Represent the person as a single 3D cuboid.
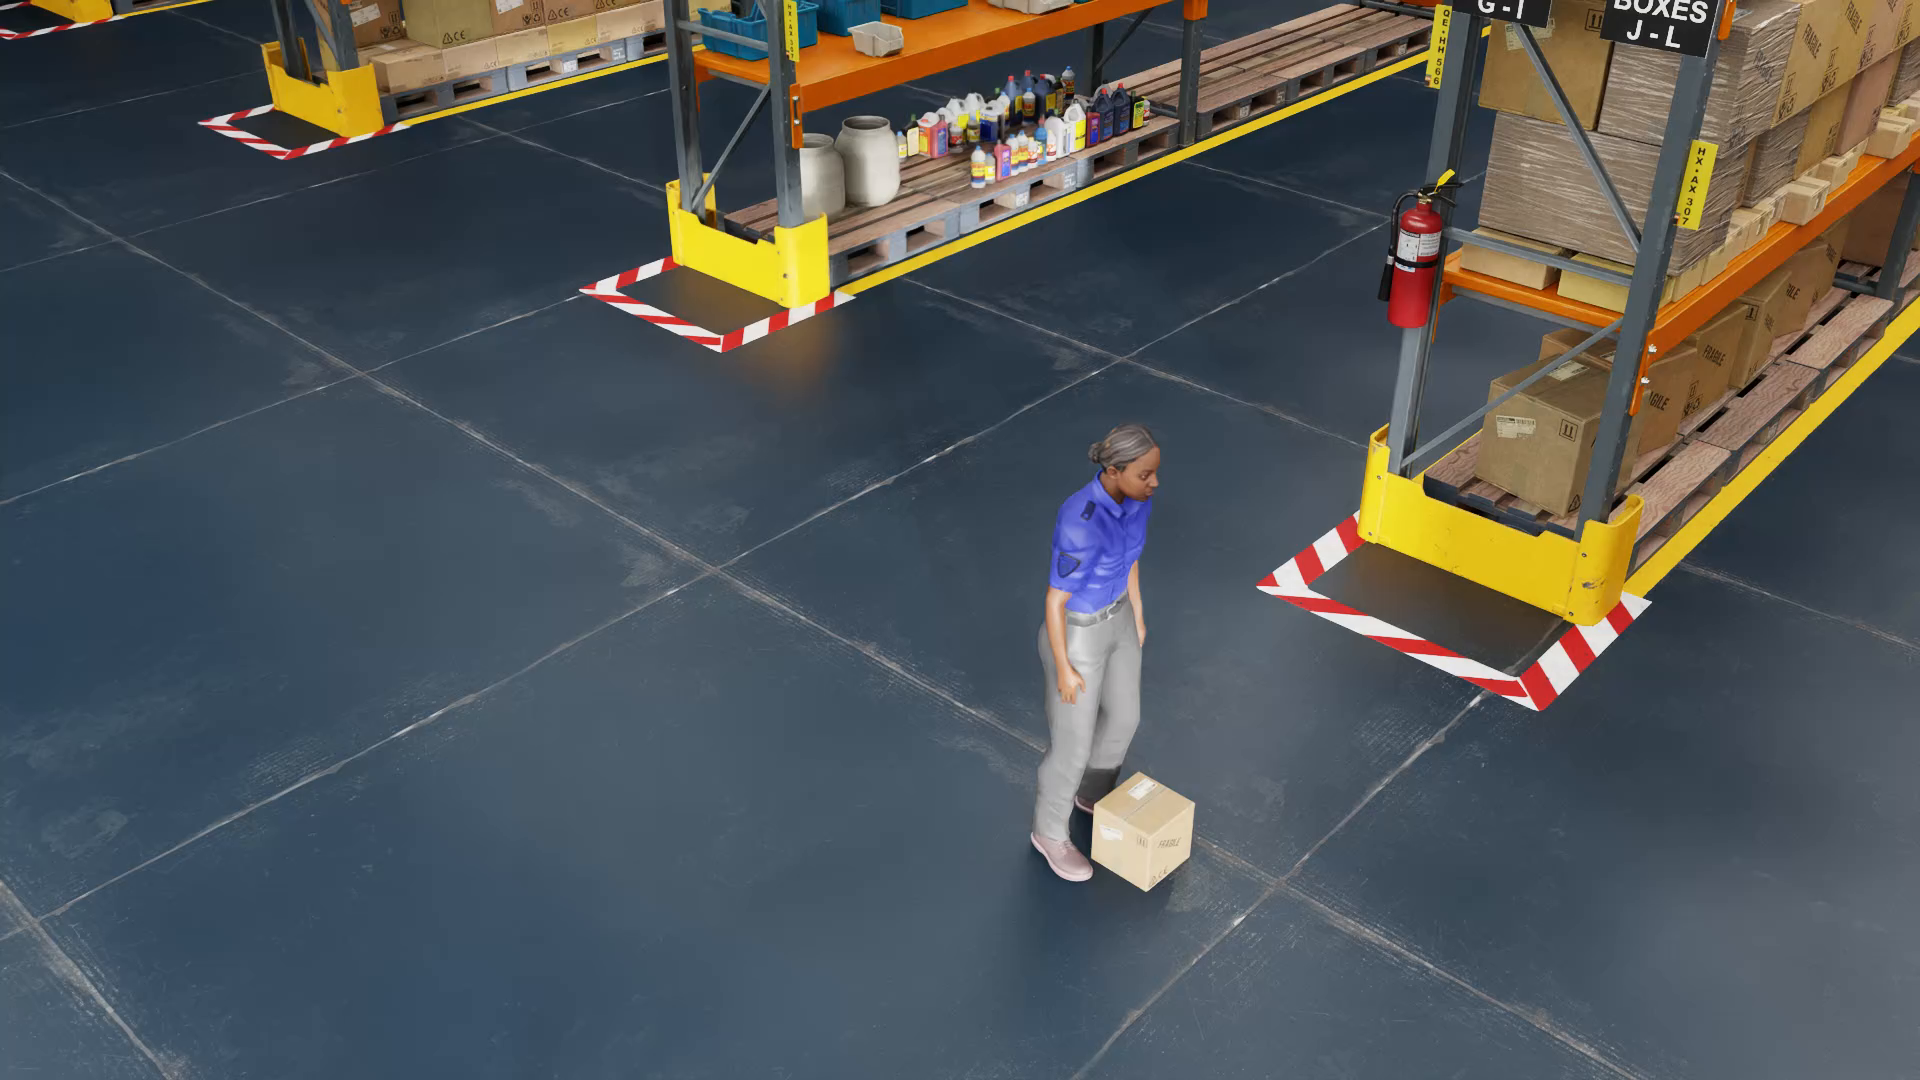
[{"bbox_3d":[0.459,0.343,5.581,0.355,1.653,0.527,23,38,32],"label":"person"}]
